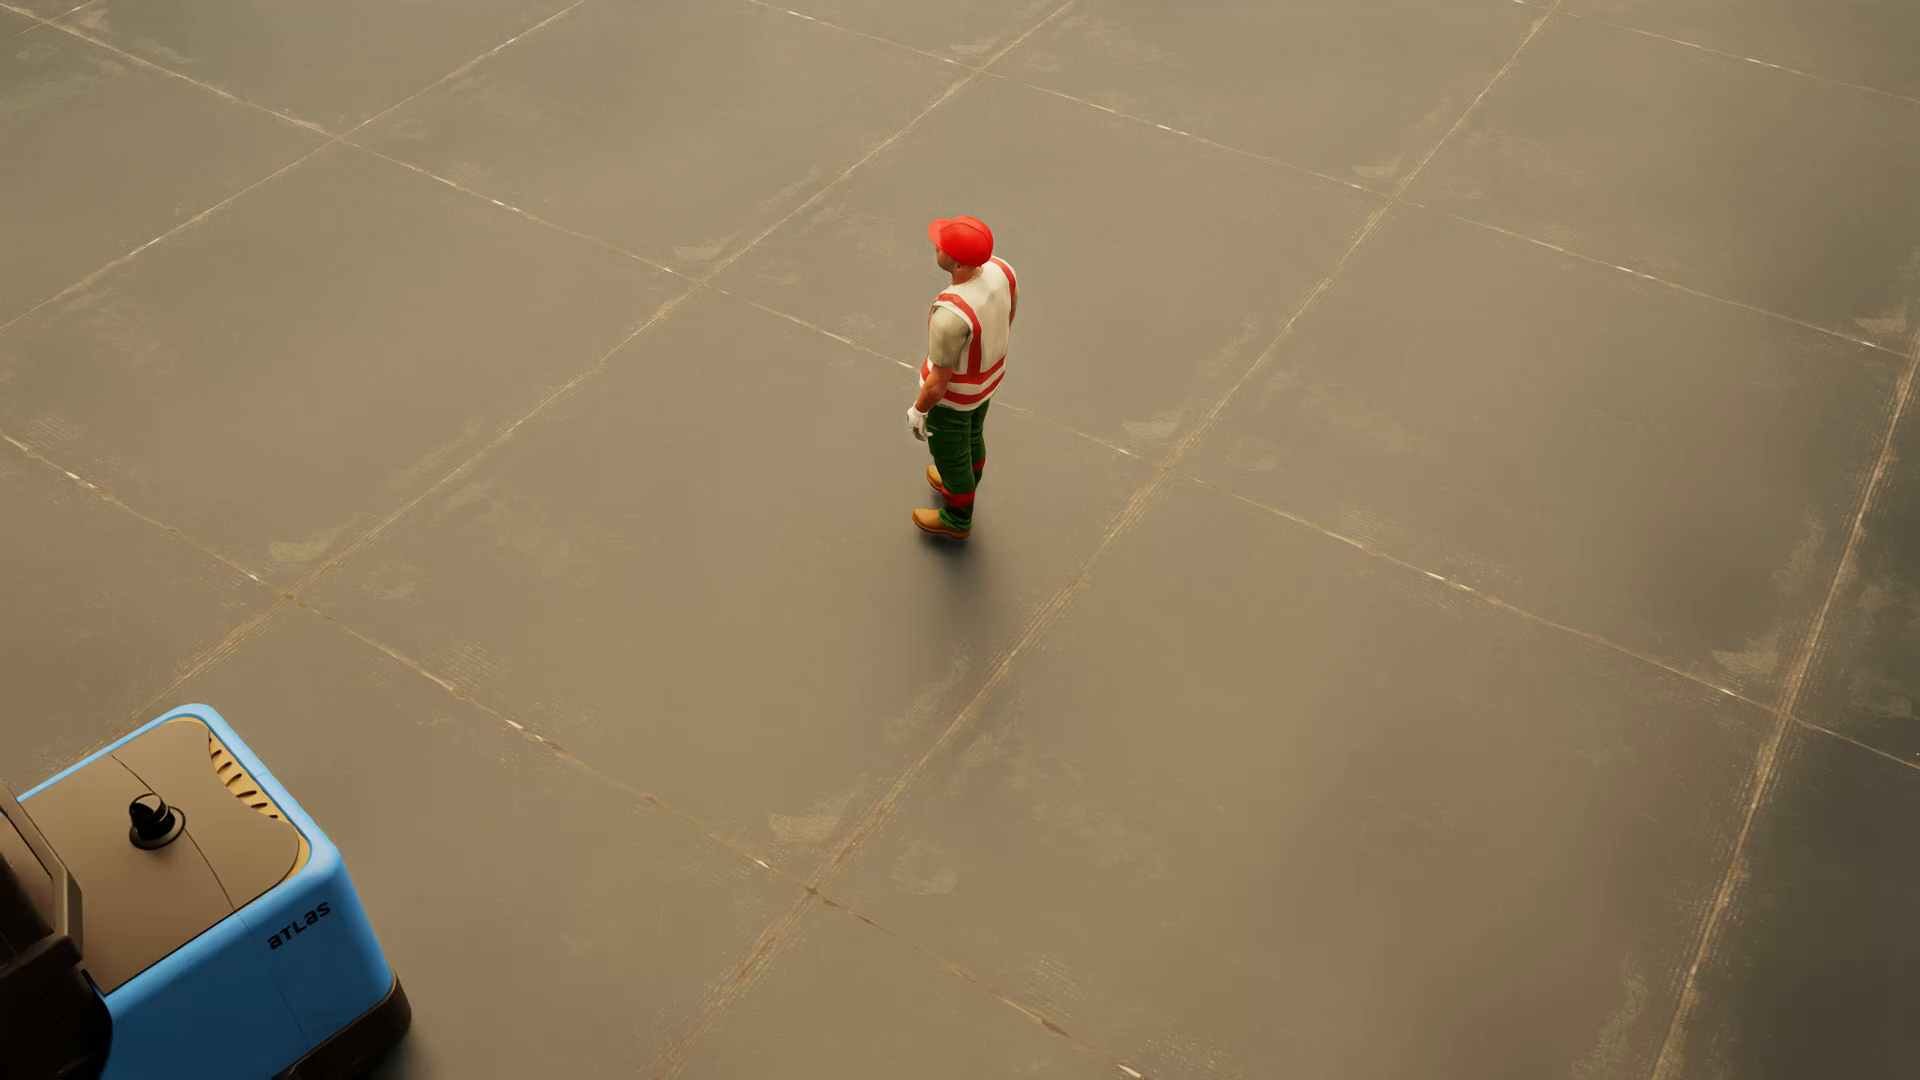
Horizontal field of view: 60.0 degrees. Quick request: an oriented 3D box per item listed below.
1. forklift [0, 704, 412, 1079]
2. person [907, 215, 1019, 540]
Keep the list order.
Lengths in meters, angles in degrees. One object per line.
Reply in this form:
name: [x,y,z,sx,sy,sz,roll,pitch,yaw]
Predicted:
forklift: [-3.390,1.215,4.567,3.031,2.935,1.130,-34,53,-31]
person: [-0.061,-0.721,7.369,0.561,1.789,0.637,24,48,23]
